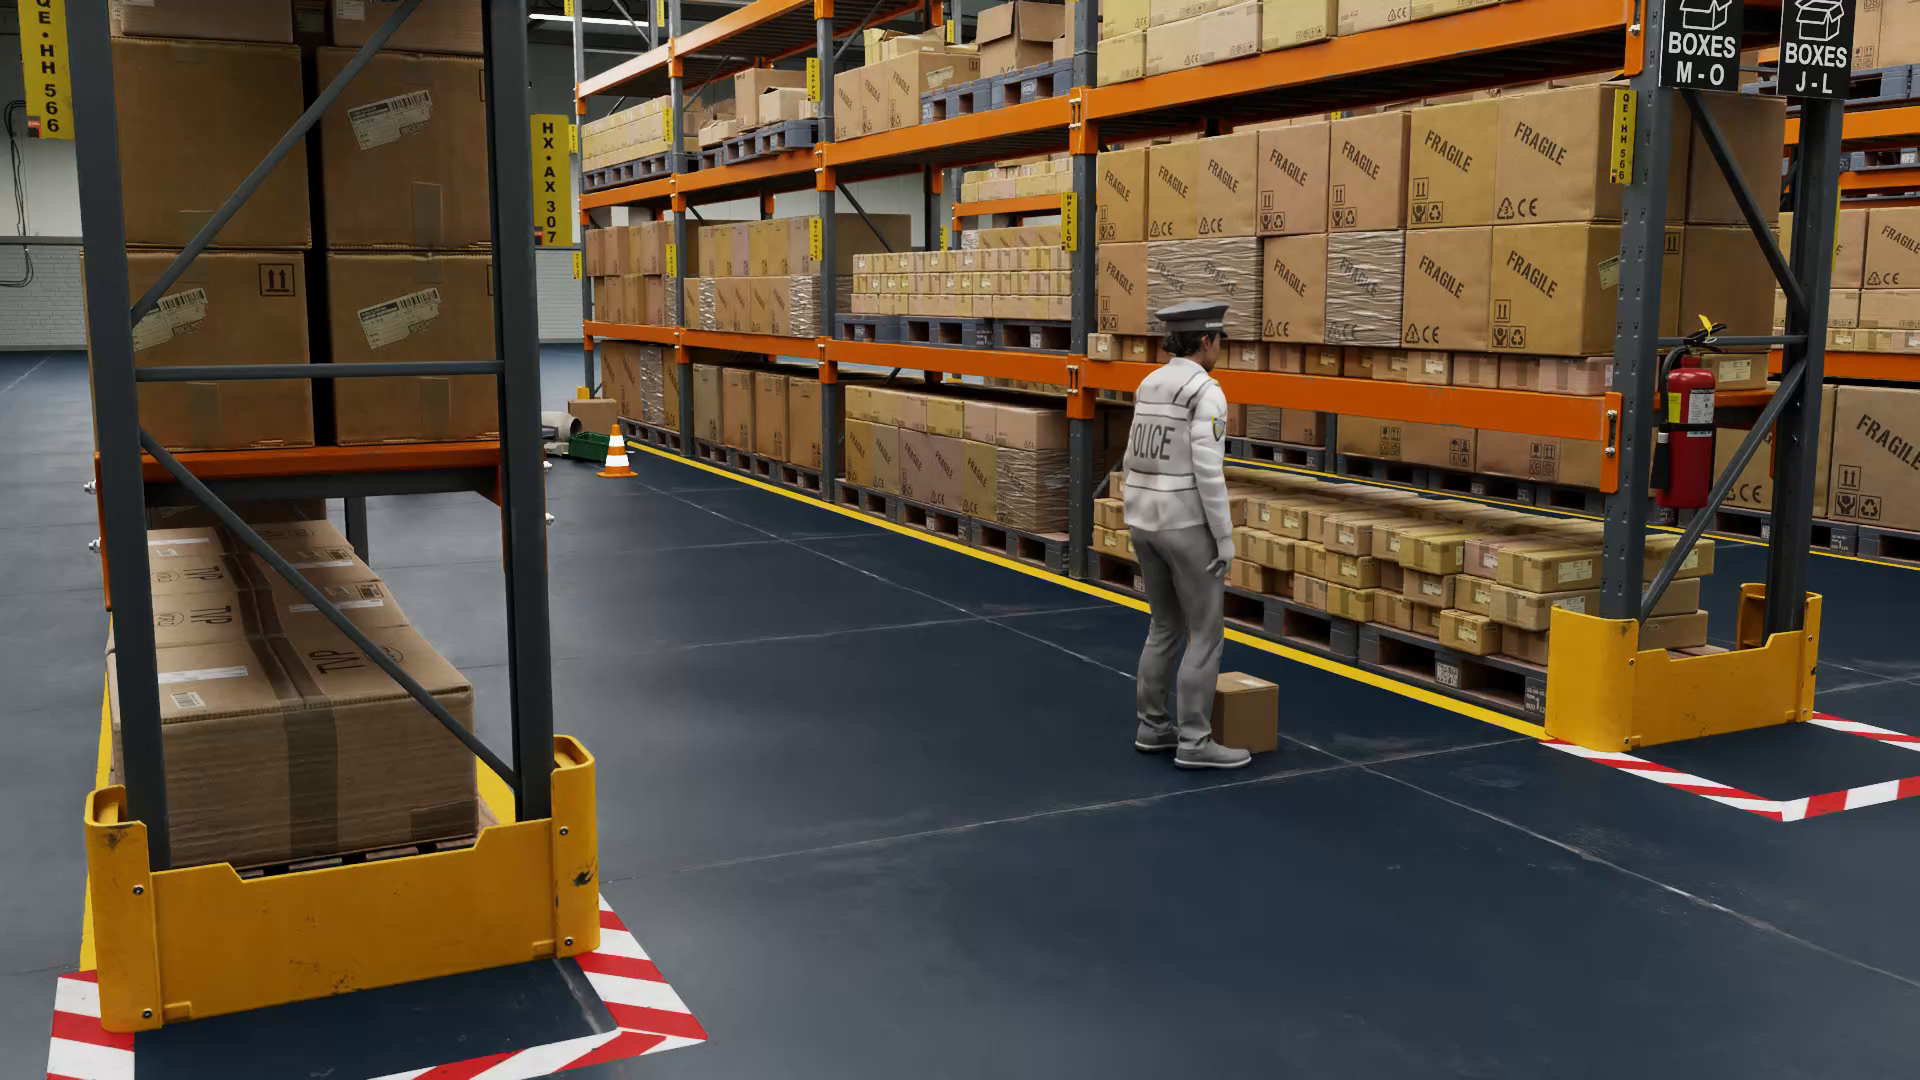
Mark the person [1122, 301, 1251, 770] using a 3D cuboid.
[{"bbox_3d":[0.800,-0.027,6.021,0.375,1.662,0.532,-5,10,-29],"label":"person"}]
